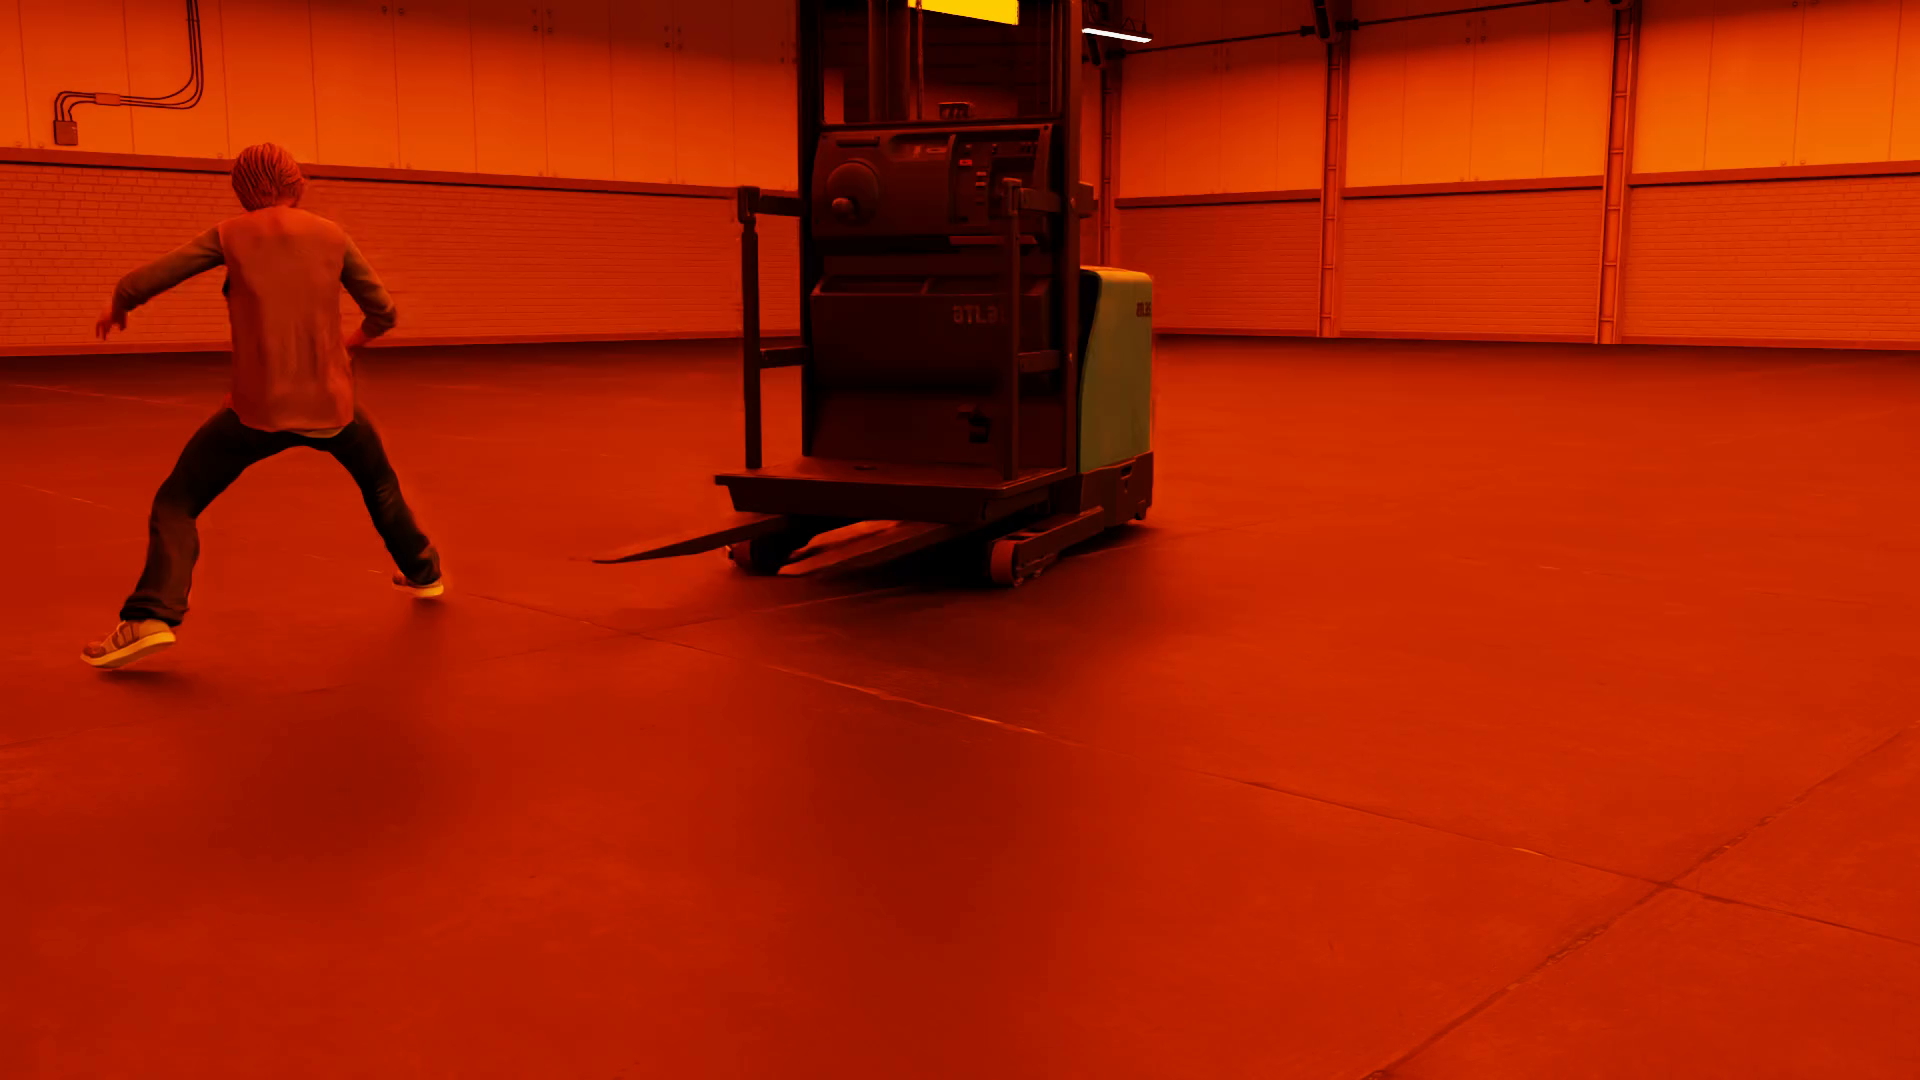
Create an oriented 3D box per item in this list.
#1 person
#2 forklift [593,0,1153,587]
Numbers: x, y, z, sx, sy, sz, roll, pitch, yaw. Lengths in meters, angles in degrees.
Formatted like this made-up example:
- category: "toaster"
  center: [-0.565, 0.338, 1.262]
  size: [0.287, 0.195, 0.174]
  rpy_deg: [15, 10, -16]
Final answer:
- category: "person"
  center: [-2.014, -0.420, 4.813]
  size: [1.090, 1.389, 0.858]
  rpy_deg: [-6, 10, -33]
- category: "forklift"
  center: [-0.189, -1.359, 5.902]
  size: [1.130, 2.935, 3.031]
  rpy_deg: [3, 9, 22]
